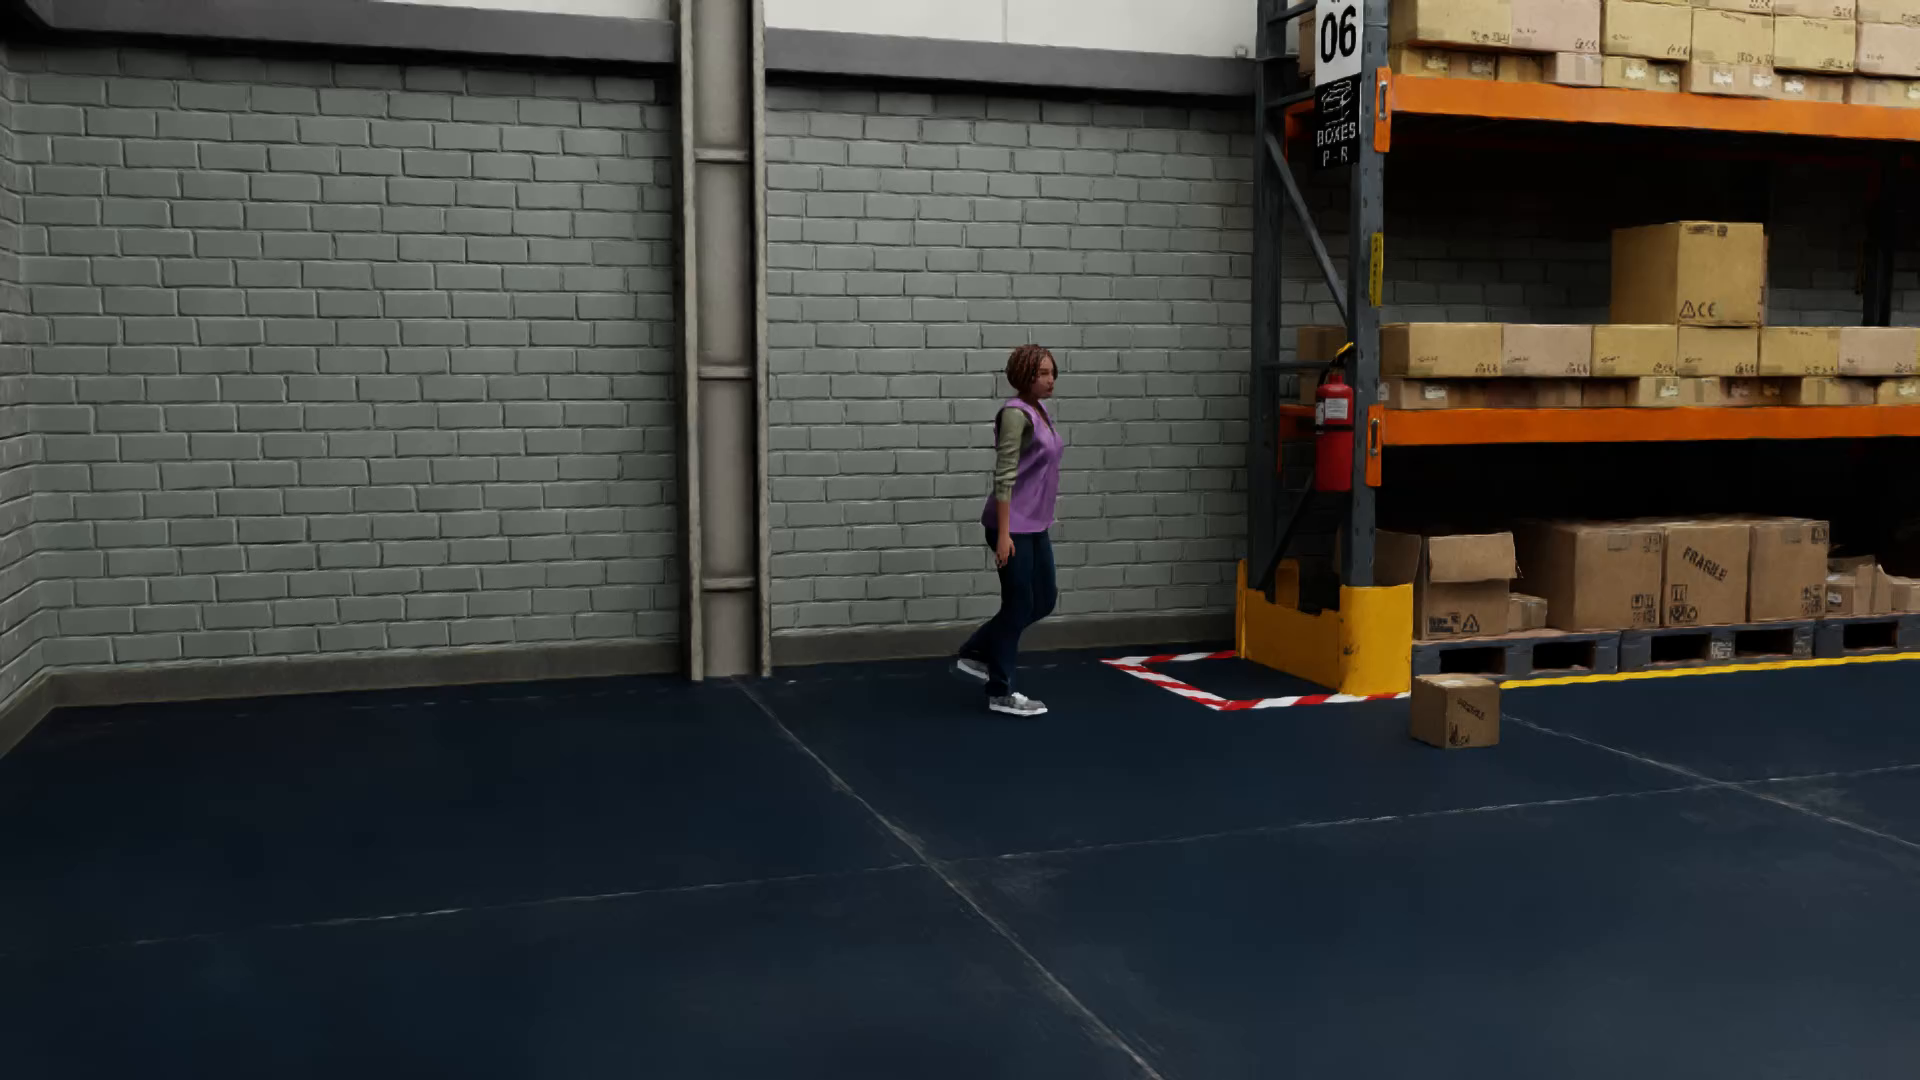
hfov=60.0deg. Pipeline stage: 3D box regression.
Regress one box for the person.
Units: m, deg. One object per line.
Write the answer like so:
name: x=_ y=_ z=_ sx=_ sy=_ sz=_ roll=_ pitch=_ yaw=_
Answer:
person: x=0.195 y=-0.043 z=7.147 sx=0.487 sy=1.591 sz=0.469 roll=2 pitch=6 yaw=19
